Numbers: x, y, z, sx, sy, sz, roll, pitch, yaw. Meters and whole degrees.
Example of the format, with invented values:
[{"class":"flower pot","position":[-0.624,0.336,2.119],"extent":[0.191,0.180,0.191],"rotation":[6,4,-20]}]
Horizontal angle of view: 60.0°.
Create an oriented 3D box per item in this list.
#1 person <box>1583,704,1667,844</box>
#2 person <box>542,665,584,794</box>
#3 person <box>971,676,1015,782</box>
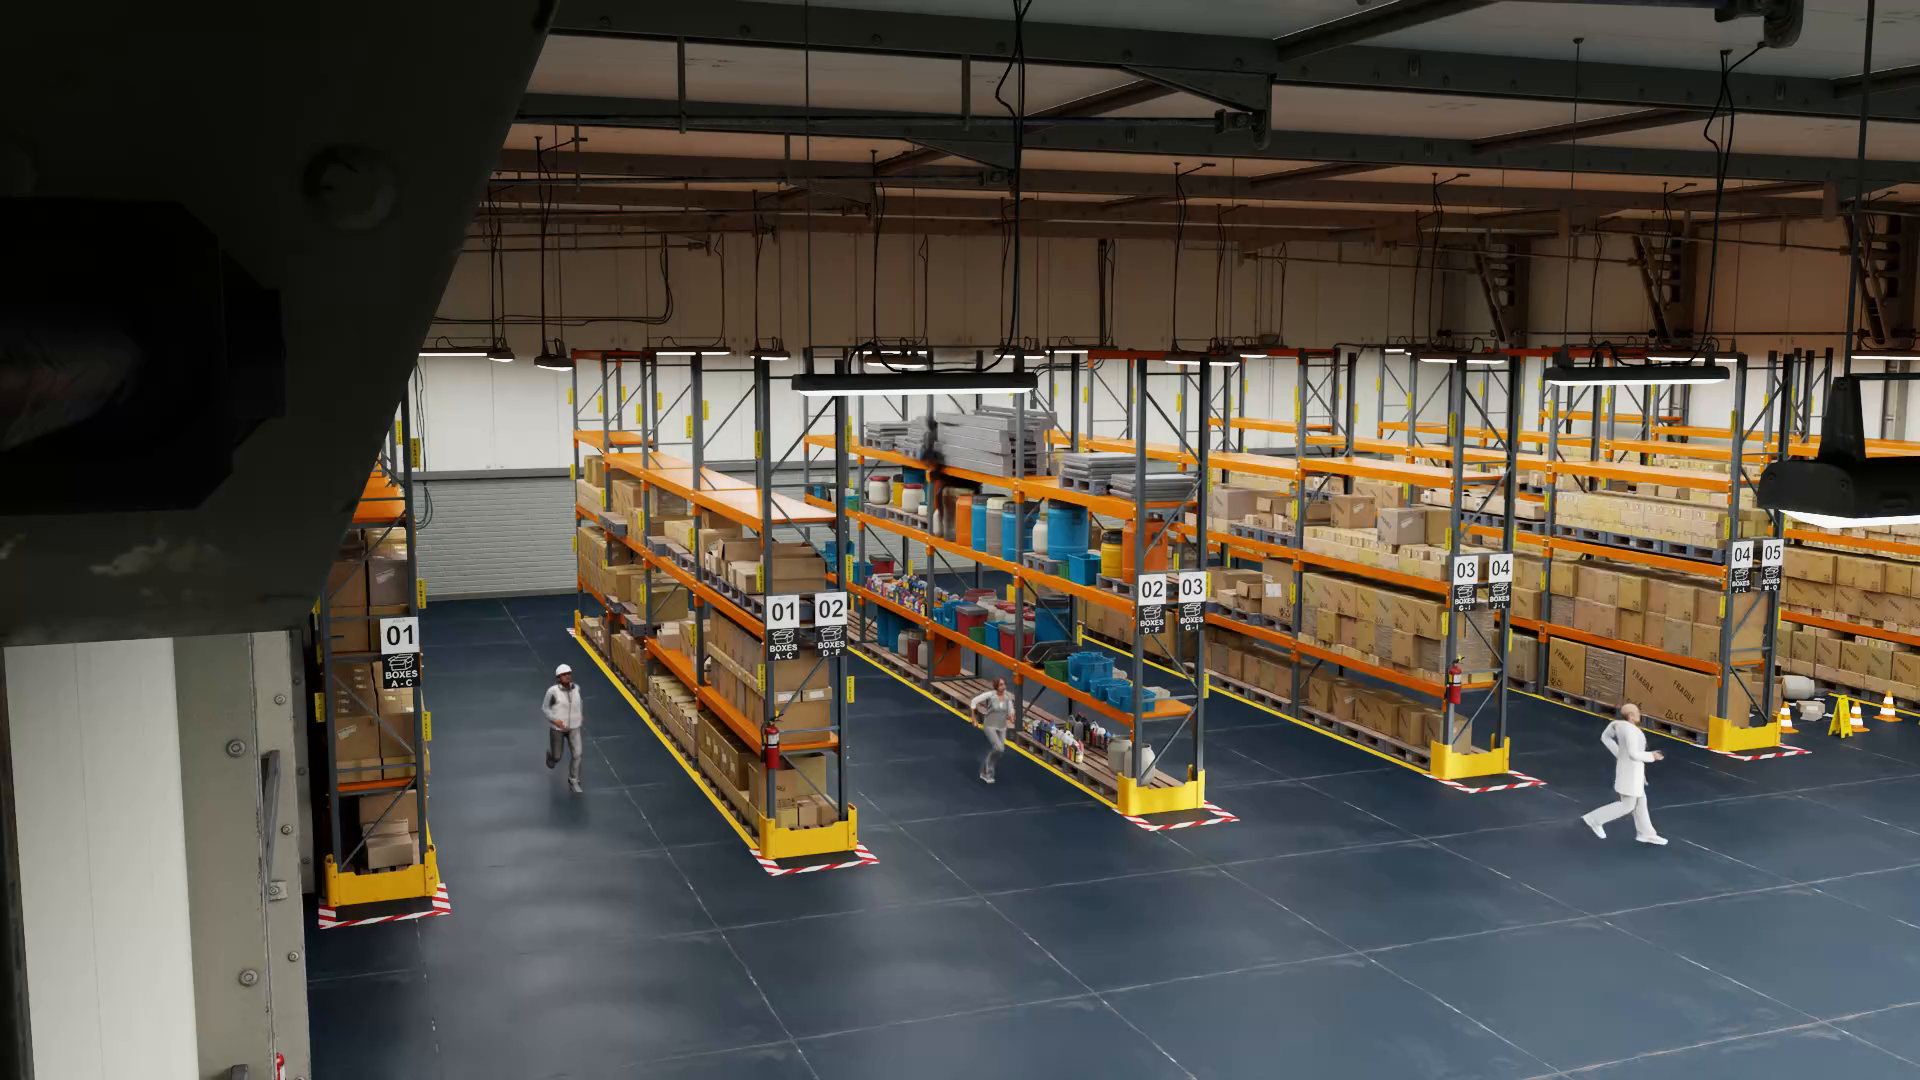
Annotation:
[{"class":"person","position":[8.243,2.890,20.521],"extent":[1.040,1.773,0.708],"rotation":[1,7,8]},{"class":"person","position":[-5.529,2.608,23.244],"extent":[0.641,1.760,1.010],"rotation":[-4,8,-30]},{"class":"person","position":[0.499,2.668,23.278],"extent":[0.569,1.548,0.679],"rotation":[-4,8,-29]}]
